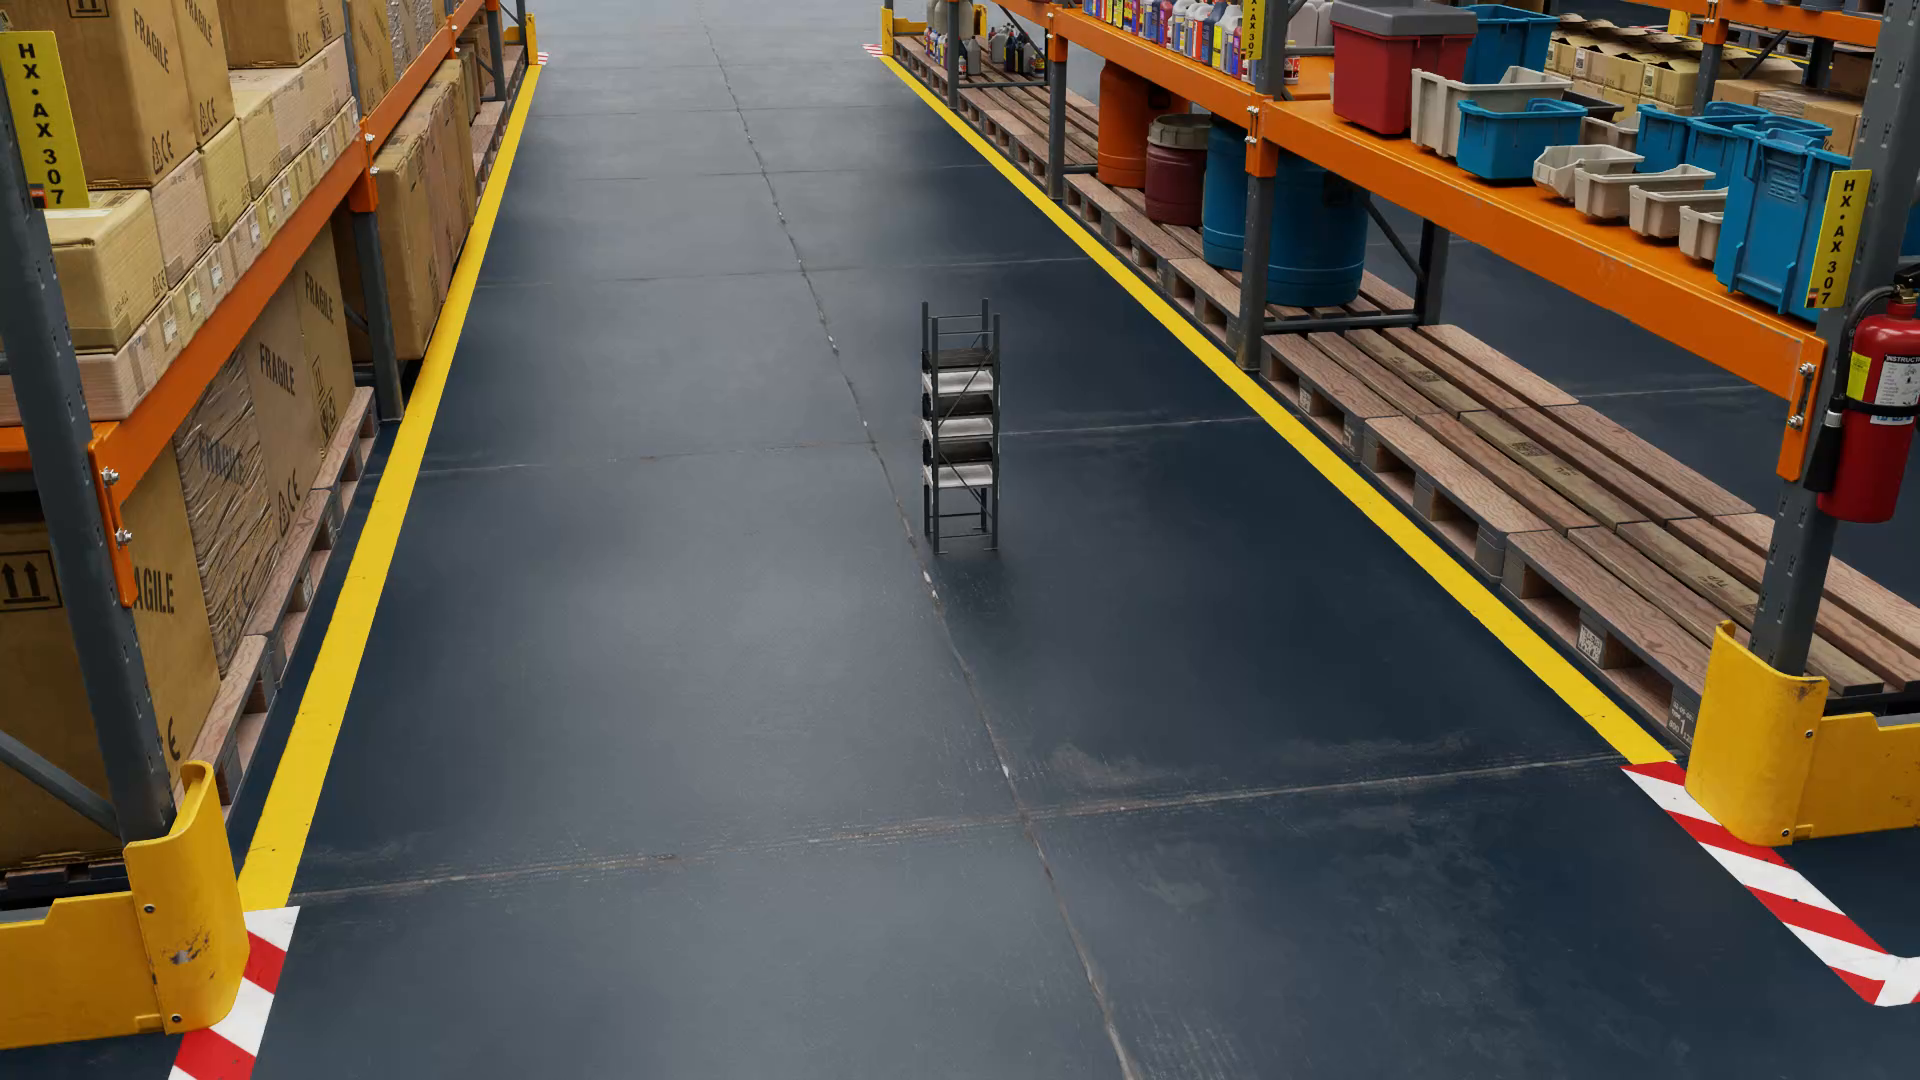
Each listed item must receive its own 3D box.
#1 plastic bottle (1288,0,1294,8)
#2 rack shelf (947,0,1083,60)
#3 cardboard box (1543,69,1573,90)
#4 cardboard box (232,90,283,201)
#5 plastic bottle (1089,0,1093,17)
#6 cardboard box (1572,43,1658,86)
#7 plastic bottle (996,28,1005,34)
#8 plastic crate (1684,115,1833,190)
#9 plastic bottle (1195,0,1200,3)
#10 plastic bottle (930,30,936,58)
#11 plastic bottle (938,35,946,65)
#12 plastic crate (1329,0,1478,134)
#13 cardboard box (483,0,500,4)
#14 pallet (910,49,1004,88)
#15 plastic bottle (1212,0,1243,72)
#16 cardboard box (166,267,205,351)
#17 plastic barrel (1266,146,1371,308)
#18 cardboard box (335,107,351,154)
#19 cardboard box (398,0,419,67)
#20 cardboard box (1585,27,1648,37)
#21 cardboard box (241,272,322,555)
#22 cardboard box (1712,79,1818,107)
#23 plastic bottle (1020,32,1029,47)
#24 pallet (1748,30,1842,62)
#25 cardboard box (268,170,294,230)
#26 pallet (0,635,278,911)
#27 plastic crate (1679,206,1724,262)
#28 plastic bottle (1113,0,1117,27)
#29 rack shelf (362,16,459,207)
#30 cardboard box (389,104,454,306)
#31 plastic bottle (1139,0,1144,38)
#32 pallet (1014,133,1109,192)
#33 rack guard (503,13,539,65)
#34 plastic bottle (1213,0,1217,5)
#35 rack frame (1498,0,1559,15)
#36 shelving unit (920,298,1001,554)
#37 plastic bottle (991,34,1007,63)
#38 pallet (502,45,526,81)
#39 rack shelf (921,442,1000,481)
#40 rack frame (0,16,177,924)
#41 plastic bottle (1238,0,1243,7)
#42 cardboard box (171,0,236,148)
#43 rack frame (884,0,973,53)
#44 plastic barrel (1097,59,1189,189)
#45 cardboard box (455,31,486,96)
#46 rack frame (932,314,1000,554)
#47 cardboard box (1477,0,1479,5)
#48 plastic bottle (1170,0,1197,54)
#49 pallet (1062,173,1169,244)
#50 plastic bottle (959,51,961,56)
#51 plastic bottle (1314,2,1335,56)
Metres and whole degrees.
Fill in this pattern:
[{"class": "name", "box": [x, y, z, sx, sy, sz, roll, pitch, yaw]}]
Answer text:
[{"class": "plastic bottle", "box": [1.878, -3.034, 9.512, 0.144, 0.351, 0.185, -4, 24, -10]}, {"class": "rack shelf", "box": [0.755, -4.282, 13.205, 1.077, 0.370, 4.000, -4, 24, -10]}, {"class": "cardboard box", "box": [5.370, -3.914, 14.375, 0.500, 0.250, 0.500, -4, 24, -9]}, {"class": "cardboard box", "box": [-2.380, -1.195, 5.054, 0.500, 0.250, 0.500, -5, 24, -11]}, {"class": "plastic bottle", "box": [0.882, -3.524, 10.732, 0.097, 0.271, 0.097, 0, 24, 0]}, {"class": "cardboard box", "box": [5.462, -3.970, 13.802, 0.500, 0.311, 0.500, -4, 24, -10]}, {"class": "plastic bottle", "box": [0.436, -5.134, 17.111, 0.152, 0.276, 0.135, -4, 24, -9]}, {"class": "plastic crate", "box": [2.639, -1.268, 5.541, 0.416, 0.233, 0.300, -4, 24, -10]}, {"class": "plastic bottle", "box": [1.294, -3.064, 9.579, 0.144, 0.351, 0.185, -4, 24, -10]}, {"class": "plastic bottle", "box": [-0.262, -5.052, 16.929, 0.097, 0.271, 0.097, 0, 24, 0]}, {"class": "plastic bottle", "box": [-0.138, -4.850, 16.461, 0.152, 0.276, 0.135, -4, 24, -9]}, {"class": "plastic crate", "box": [1.783, -1.939, 6.786, 0.402, 0.464, 0.583, -4, 24, -10]}, {"class": "cardboard box", "box": [-5.123, -5.405, 17.477, 0.500, 0.500, 0.500, 0, 24, 0]}, {"class": "pallet", "box": [0.073, -4.869, 17.134, 1.003, 0.211, 1.213, -4, 24, -10]}, {"class": "plastic bottle", "box": [1.373, -2.566, 8.440, 0.144, 0.351, 0.185, -4, 24, -10]}, {"class": "cardboard box", "box": [-2.101, -0.562, 4.103, 0.380, 0.149, 0.250, -5, 24, -11]}, {"class": "plastic barrel", "box": [1.781, -1.698, 8.486, 0.600, 0.901, 0.708, -4, 24, -10]}, {"class": "cardboard box", "box": [-2.576, -1.573, 6.417, 0.380, 0.149, 0.250, -4, 24, -9]}, {"class": "cardboard box", "box": [-3.129, -2.728, 8.623, 0.500, 0.500, 0.500, -4, 24, -9]}, {"class": "cardboard box", "box": [5.803, -4.414, 14.819, 0.500, 0.311, 0.500, -4, 24, -10]}, {"class": "cardboard box", "box": [-2.793, -0.484, 5.741, 0.875, 0.875, 0.875, -4, 24, -10]}, {"class": "cardboard box", "box": [5.797, -3.046, 12.050, 0.500, 0.500, 0.500, -3, 24, -7]}, {"class": "plastic bottle", "box": [0.644, -4.734, 16.102, 0.144, 0.351, 0.185, -4, 24, -8]}, {"class": "pallet", "box": [9.734, -5.596, 18.799, 1.003, 0.211, 1.213, -4, 24, -10]}, {"class": "cardboard box", "box": [-2.340, -1.069, 5.263, 0.380, 0.149, 0.250, -4, 24, -9]}, {"class": "pallet", "box": [-2.488, 0.658, 4.481, 1.003, 0.211, 1.213, -4, 24, -10]}, {"class": "plastic crate", "box": [2.276, -0.892, 4.800, 0.396, 0.136, 0.243, -4, 24, -10]}, {"class": "plastic bottle", "box": [0.992, -3.258, 10.209, 0.097, 0.201, 0.097, 0, 24, 0]}, {"class": "rack shelf", "box": [-3.373, -2.342, 8.764, 1.077, 0.370, 4.000, -4, 24, -10]}, {"class": "cardboard box", "box": [-3.307, -1.705, 8.537, 1.225, 0.875, 0.875, -5, 24, -12]}, {"class": "plastic bottle", "box": [1.096, -3.070, 9.692, 0.097, 0.271, 0.097, 0, 24, 0]}, {"class": "pallet", "box": [1.020, -2.855, 12.522, 1.003, 0.211, 1.213, -4, 24, -10]}, {"class": "rack guard", "box": [-5.208, -5.430, 18.057, 1.175, 0.500, 0.348, -4, 24, -10]}, {"class": "plastic bottle", "box": [1.665, -3.469, 10.693, 0.097, 0.201, 0.097, 0, 24, 0]}, {"class": "rack frame", "box": [5.254, -5.763, 15.698, 1.000, 3.000, 0.127, -4, 24, -10]}, {"class": "shelving unit", "box": [0.001, -0.409, 6.063, 0.258, 0.900, 0.210, -4, 24, -10]}, {"class": "plastic bottle", "box": [0.390, -4.921, 16.622, 0.152, 0.276, 0.135, -4, 24, -10]}, {"class": "pallet", "box": [-5.092, -4.975, 17.378, 1.003, 0.211, 1.213, -4, 24, -10]}, {"class": "rack shelf", "box": [0.001, -0.296, 6.112, 0.258, 0.077, 0.200, -4, 24, -10]}, {"class": "rack frame", "box": [-2.263, -0.312, 3.216, 1.000, 3.000, 0.127, -4, 24, -10]}, {"class": "plastic bottle", "box": [1.755, -3.277, 10.255, 0.097, 0.201, 0.097, 0, 24, 0]}, {"class": "cardboard box", "box": [-2.281, -1.332, 4.430, 0.500, 0.500, 0.500, -5, 24, -11]}, {"class": "rack frame", "box": [-0.354, -6.972, 18.465, 1.000, 3.000, 0.127, -4, 24, -10]}, {"class": "plastic barrel", "box": [1.232, -2.832, 11.173, 0.600, 0.830, 0.708, -4, 24, -10]}, {"class": "cardboard box", "box": [-4.517, -4.239, 14.806, 0.500, 0.500, 0.500, -5, 24, -11]}, {"class": "rack frame", "box": [0.020, -0.369, 5.971, 0.240, 0.900, 0.006, -4, 24, -10]}, {"class": "cardboard box", "box": [5.376, -5.441, 16.934, 0.500, 0.500, 0.500, -4, 24, -10]}, {"class": "plastic bottle", "box": [1.246, -2.812, 9.096, 0.152, 0.276, 0.135, -4, 24, -10]}, {"class": "pallet", "box": [1.312, -2.240, 11.115, 1.003, 0.211, 1.213, -4, 24, -10]}, {"class": "plastic bottle", "box": [-0.028, -4.520, 15.695, 0.061, 0.283, 0.133, -3, 24, -7]}, {"class": "plastic bottle", "box": [1.982, -2.769, 8.998, 0.152, 0.276, 0.135, -4, 24, -10]}]
